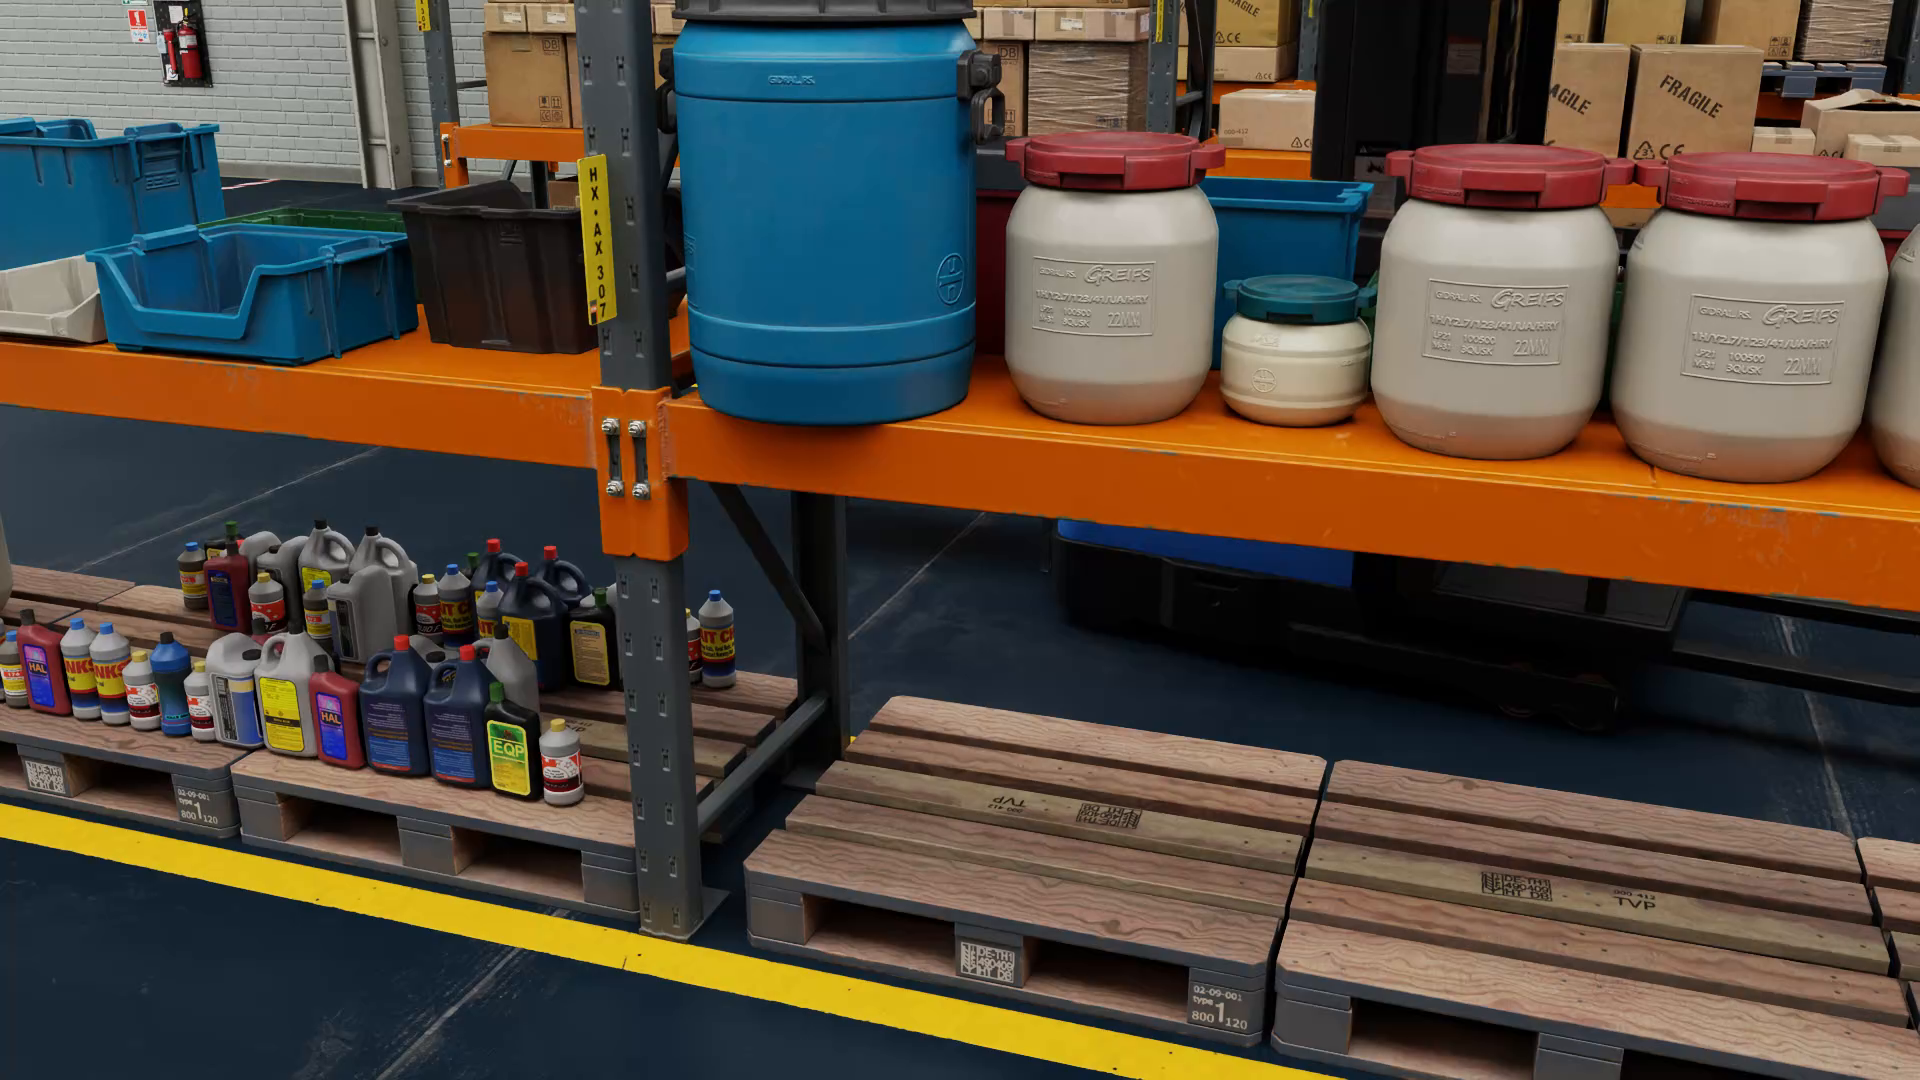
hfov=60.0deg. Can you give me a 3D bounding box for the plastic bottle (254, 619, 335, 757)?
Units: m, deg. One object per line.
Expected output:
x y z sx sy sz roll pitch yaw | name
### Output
-1.720 0.372 4.309 0.185 0.351 0.144 6 20 18 | plastic bottle

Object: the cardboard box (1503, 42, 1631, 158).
2.789 -2.024 7.673 0.500 0.500 0.500 7 20 18 | cardboard box

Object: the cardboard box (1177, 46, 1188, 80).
1.706 -3.668 12.740 0.500 0.250 0.500 7 20 18 | cardboard box

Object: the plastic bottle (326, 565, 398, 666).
-1.761 0.209 4.890 0.135 0.276 0.152 7 20 18 | plastic bottle

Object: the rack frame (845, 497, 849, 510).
-0.561 -0.772 6.513 0.032 1.500 0.500 7 20 18 | rack frame

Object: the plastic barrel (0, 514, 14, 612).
-3.189 0.010 5.132 0.421 0.512 0.421 0 19 0 | plastic barrel

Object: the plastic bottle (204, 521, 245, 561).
-2.314 0.076 5.259 0.133 0.283 0.061 7 20 19 | plastic bottle

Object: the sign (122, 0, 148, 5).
-8.589 -5.624 17.294 0.331 0.109 0.001 7 20 18 | sign

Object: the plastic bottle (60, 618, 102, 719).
-2.375 0.342 4.513 0.097 0.271 0.097 0 19 0 | plastic bottle

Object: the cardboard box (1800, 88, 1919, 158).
4.096 -1.858 7.485 0.500 0.311 0.500 6 20 17 | cardboard box

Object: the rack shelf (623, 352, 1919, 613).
1.359 -0.080 3.342 4.000 0.370 1.077 7 20 18 | rack shelf

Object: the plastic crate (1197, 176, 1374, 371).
0.614 -0.606 3.781 0.575 0.384 0.392 7 20 18 | plastic crate

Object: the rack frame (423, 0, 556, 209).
-2.680 -2.608 9.500 0.127 3.000 1.000 7 20 18 | rack frame

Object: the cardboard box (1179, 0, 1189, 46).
1.699 -4.016 12.598 0.500 0.500 0.500 6 20 18 | cardboard box

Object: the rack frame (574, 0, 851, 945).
-0.530 -0.636 3.843 0.127 3.000 1.000 7 20 18 | rack frame

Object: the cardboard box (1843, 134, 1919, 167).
3.937 -1.636 7.094 0.250 0.149 0.380 7 20 18 | cardboard box

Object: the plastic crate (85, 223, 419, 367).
-1.665 -0.601 3.968 0.616 0.251 0.499 7 20 18 | plastic crate

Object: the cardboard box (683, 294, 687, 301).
-1.301 -1.273 9.212 0.500 0.250 0.500 7 20 18 | cardboard box

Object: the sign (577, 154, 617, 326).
-0.721 -0.597 3.310 0.005 0.325 0.100 7 20 18 | sign

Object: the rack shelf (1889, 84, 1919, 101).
8.388 -2.728 10.939 4.000 0.370 1.077 7 20 18 | rack shelf

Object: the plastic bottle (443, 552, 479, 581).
-1.477 0.172 4.985 0.133 0.283 0.061 7 21 20 | plastic bottle

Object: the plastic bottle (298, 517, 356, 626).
-1.912 0.105 5.075 0.185 0.351 0.144 7 21 20 | plastic bottle

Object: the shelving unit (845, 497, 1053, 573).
-0.081 -0.717 6.356 1.048 1.500 0.538 7 20 18 | shelving unit

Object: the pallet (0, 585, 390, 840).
-2.307 0.464 4.924 1.213 0.211 1.003 7 20 18 | pallet

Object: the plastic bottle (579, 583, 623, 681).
-1.002 0.245 4.785 0.135 0.276 0.152 7 21 20 | plastic bottle

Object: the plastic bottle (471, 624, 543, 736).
-1.186 0.382 4.278 0.185 0.351 0.144 7 20 18 | plastic bottle

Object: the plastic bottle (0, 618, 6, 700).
-2.699 0.305 4.620 0.097 0.271 0.097 0 19 0 | plastic bottle

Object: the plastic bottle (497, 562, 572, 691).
-1.204 0.236 4.698 0.185 0.351 0.144 7 20 18 | plastic bottle

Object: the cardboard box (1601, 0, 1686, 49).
4.868 -3.714 11.855 0.500 0.500 0.700 7 20 18 | cardboard box

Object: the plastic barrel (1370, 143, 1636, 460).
0.994 -0.449 3.101 0.433 0.535 0.433 0 19 0 | plastic barrel

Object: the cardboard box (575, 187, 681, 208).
-1.773 -1.681 9.242 0.500 0.500 0.500 7 20 18 | cardboard box

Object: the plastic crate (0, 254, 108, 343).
-2.147 -0.608 4.164 0.437 0.136 0.530 7 20 18 | plastic crate

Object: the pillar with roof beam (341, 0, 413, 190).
-7.193 -6.484 11.506 0.400 9.000 9.100 7 20 18 | pillar with roof beam

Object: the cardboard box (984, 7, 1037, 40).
0.290 -2.547 8.188 0.250 0.149 0.380 6 20 16 | cardboard box

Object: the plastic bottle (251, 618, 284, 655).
-1.838 0.352 4.469 0.133 0.283 0.061 7 20 18 | plastic bottle

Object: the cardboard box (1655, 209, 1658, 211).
5.354 -2.465 12.220 0.500 0.500 0.700 6 20 18 | cardboard box

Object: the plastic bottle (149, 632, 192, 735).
-2.089 0.375 4.420 0.097 0.271 0.097 0 19 0 | plastic bottle

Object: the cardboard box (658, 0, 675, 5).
-1.218 -3.098 8.784 0.500 0.500 0.700 7 20 18 | cardboard box

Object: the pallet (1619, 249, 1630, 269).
4.613 -2.185 12.523 1.213 0.211 1.003 7 20 18 | pallet

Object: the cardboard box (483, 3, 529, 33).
-2.380 -2.852 9.063 0.250 0.149 0.380 6 20 18 | cardboard box

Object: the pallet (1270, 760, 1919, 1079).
1.380 0.885 3.717 1.213 0.211 1.003 7 20 18 | pallet

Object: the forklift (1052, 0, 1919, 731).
1.864 -1.016 5.039 3.031 2.935 1.130 10 22 27 | forklift

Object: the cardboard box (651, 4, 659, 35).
-1.657 -2.769 8.825 0.250 0.149 0.380 6 20 17 | cardboard box

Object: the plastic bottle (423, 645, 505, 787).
-1.233 0.427 4.149 0.185 0.351 0.144 6 20 17 | plastic bottle

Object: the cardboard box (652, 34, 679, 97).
-1.278 -2.490 9.010 0.500 0.500 0.700 7 20 18 | cardboard box

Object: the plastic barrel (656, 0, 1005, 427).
-0.265 -0.737 3.371 0.708 0.901 0.600 7 20 18 | plastic barrel
